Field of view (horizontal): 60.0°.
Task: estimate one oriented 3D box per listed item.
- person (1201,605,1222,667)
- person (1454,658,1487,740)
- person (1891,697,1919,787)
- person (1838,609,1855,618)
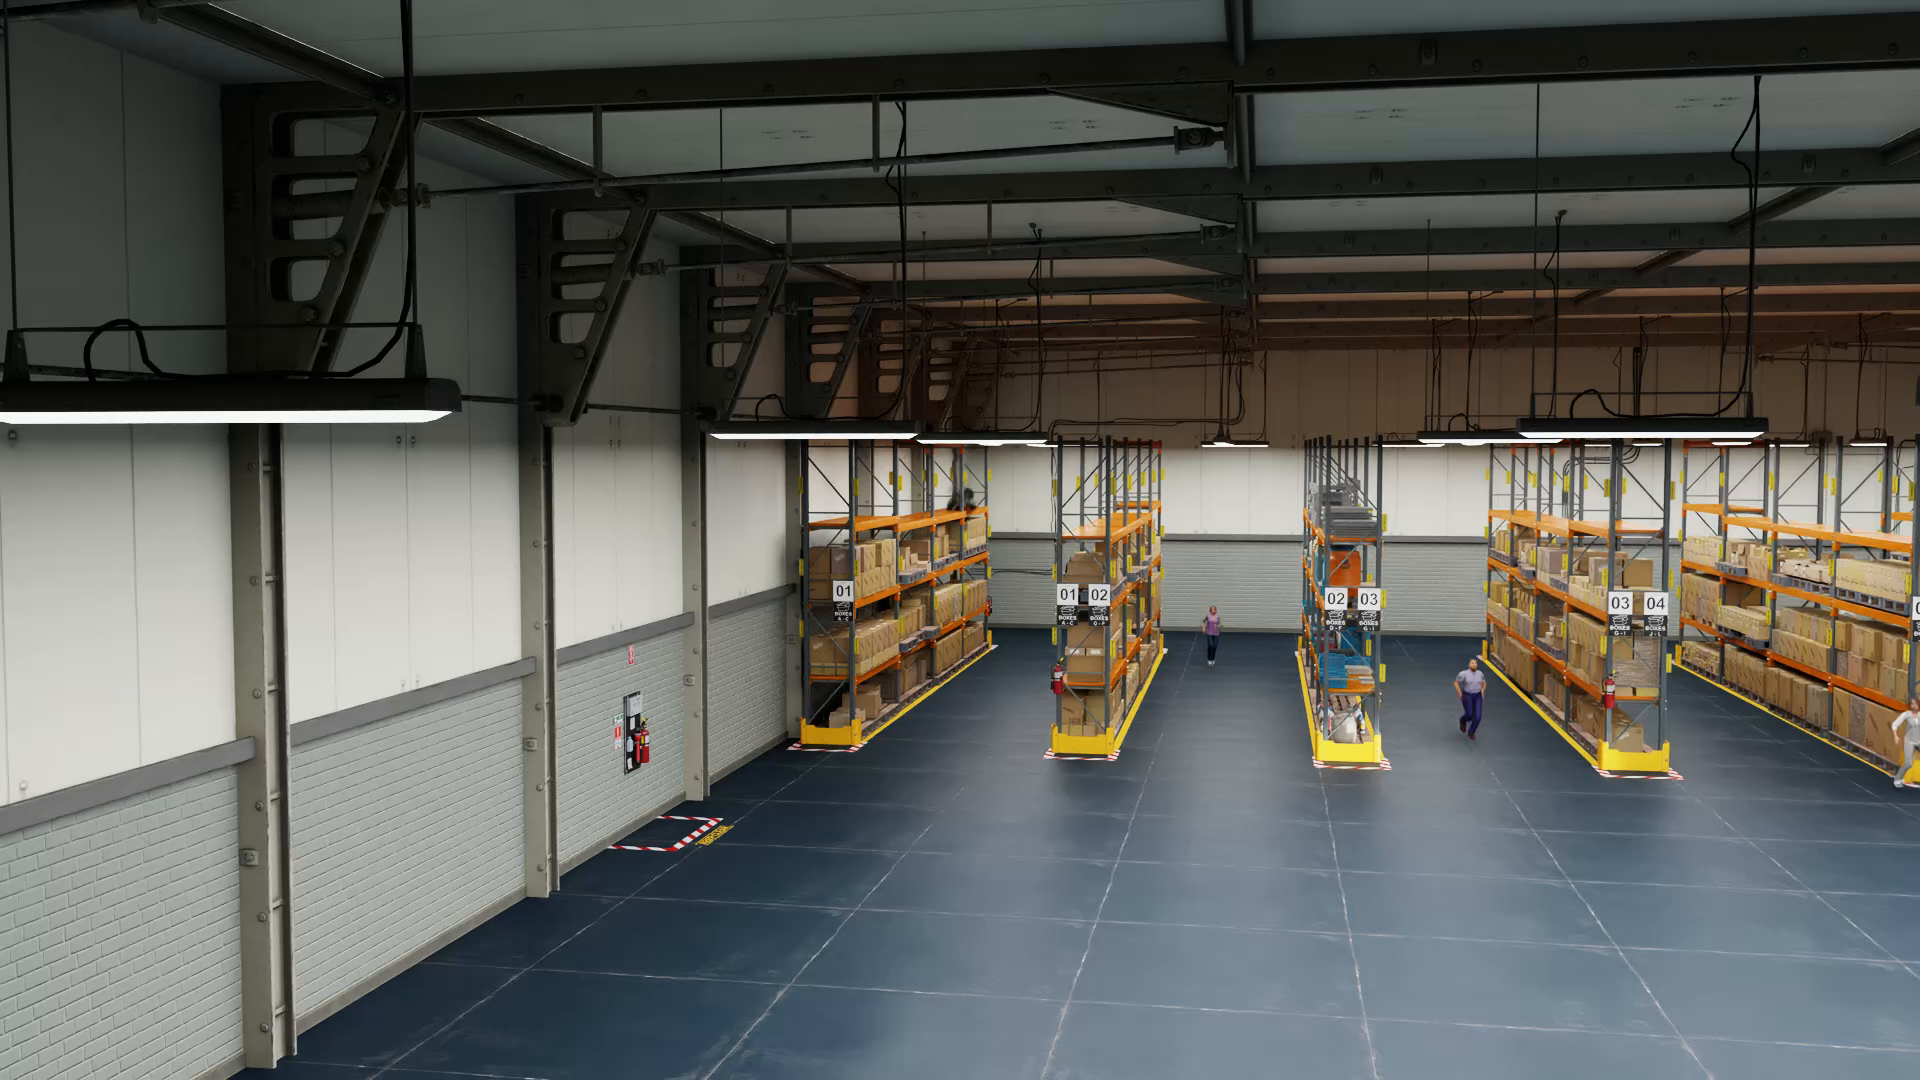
[{"bbox_3d":[6.682,2.543,44.043,0.506,1.631,0.695,0,3,-4],"label":"person"},{"bbox_3d":[10.159,3.153,32.997,0.619,1.616,0.547,0,3,-5],"label":"person"},{"bbox_3d":[15.990,3.432,27.802,0.666,1.581,0.642,0,3,8],"label":"person"},{"bbox_3d":[24.127,2.425,45.552,0.681,1.647,0.558,0,3,5],"label":"person"}]
